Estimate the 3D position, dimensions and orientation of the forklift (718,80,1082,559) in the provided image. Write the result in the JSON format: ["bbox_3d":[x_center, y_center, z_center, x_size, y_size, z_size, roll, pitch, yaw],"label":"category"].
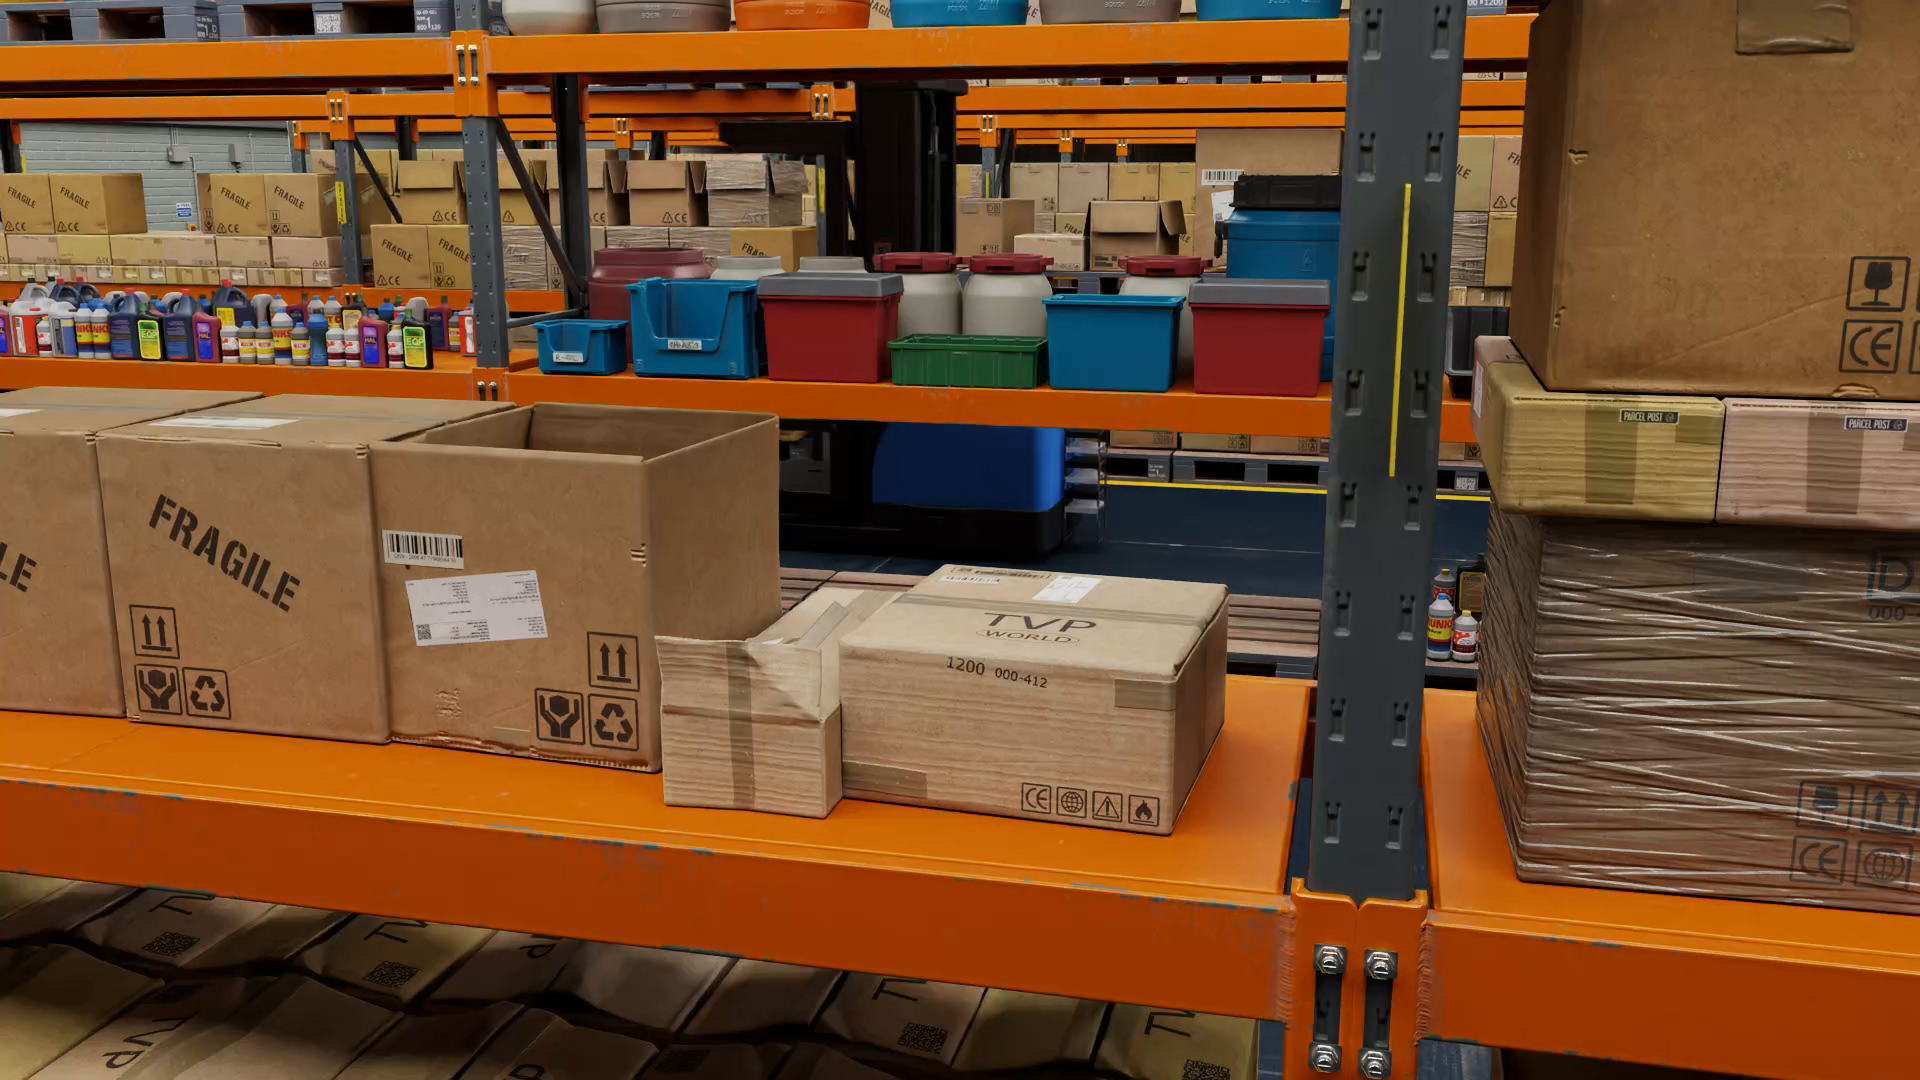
[{"bbox_3d":[-0.811,-1.481,10.142,3.031,2.935,1.130,4,13,16],"label":"forklift"}]

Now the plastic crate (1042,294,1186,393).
[{"bbox_3d":[0.666,-0.852,7.187,0.575,0.384,0.392,3,13,14],"label":"plastic crate"}]

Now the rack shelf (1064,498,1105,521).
[{"bbox_3d":[0.751,-0.183,9.968,0.200,0.077,0.258,4,13,15],"label":"rack shelf"}]

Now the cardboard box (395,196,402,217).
[{"bbox_3d":[-5.997,-3.633,18.764,0.500,0.500,0.500,3,13,14],"label":"cardboard box"}]

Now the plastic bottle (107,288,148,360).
[{"bbox_3d":[-4.130,-1.076,8.272,0.185,0.351,0.144,3,13,14],"label":"plastic bottle"}]

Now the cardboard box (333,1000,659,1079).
[{"bbox_3d":[-0.831,1.024,2.777,0.500,0.311,0.500,3,13,13],"label":"cardboard box"}]

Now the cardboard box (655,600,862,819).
[{"bbox_3d":[-0.276,0.232,2.574,0.258,0.266,0.396,3,13,12],"label":"cardboard box"}]

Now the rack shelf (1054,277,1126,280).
[{"bbox_3d":[2.343,-2.700,17.140,4.000,0.370,1.077,3,13,14],"label":"rack shelf"}]

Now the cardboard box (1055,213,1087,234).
[{"bbox_3d":[1.267,-3.098,17.042,0.500,0.500,0.500,3,13,13],"label":"cardboard box"}]

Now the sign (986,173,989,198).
[{"bbox_3d":[0.281,-3.567,16.896,0.005,0.325,0.100,3,13,14],"label":"sign"}]

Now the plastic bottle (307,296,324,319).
[{"bbox_3d":[-3.418,-1.163,8.848,0.097,0.271,0.097,0,13,0],"label":"plastic bottle"}]

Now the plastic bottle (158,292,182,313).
[{"bbox_3d":[-4.295,-1.206,9.032,0.135,0.276,0.152,3,13,14],"label":"plastic bottle"}]

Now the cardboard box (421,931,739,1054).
[{"bbox_3d":[-0.708,0.909,3.294,0.500,0.311,0.500,3,13,12],"label":"cardboard box"}]

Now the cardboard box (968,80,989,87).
[{"bbox_3d":[0.009,-3.404,12.072,0.500,0.250,0.500,3,13,15],"label":"cardboard box"}]

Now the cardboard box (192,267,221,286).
[{"bbox_3d":[-6.142,-2.203,13.816,0.250,0.149,0.380,3,13,15],"label":"cardboard box"}]

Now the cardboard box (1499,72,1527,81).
[{"bbox_3d":[3.889,-3.197,11.141,0.500,0.250,0.500,3,13,13],"label":"cardboard box"}]

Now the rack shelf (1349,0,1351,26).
[{"bbox_3d":[-1.320,-1.044,2.749,4.000,0.370,1.077,3,13,14],"label":"rack shelf"}]

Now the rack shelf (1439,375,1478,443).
[{"bbox_3d":[3.754,-0.413,6.832,4.000,0.370,1.077,3,13,14],"label":"rack shelf"}]

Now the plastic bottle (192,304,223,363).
[{"bbox_3d":[-3.676,-1.010,8.128,0.133,0.283,0.061,3,13,14],"label":"plastic bottle"}]

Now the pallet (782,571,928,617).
[{"bbox_3d":[-0.148,0.398,7.954,1.213,0.211,1.003,3,13,14],"label":"pallet"}]

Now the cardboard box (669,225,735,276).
[{"bbox_3d":[-1.906,-2.167,12.844,0.500,0.500,0.500,3,13,13],"label":"cardboard box"}]

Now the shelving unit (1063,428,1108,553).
[{"bbox_3d":[0.751,-0.392,9.922,0.210,0.900,0.258,4,13,15],"label":"shelving unit"}]

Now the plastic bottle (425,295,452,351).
[{"bbox_3d":[-2.723,-1.136,8.698,0.133,0.283,0.061,3,13,14],"label":"plastic bottle"}]

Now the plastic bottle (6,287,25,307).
[{"bbox_3d":[-5.260,-1.272,9.309,0.133,0.283,0.061,3,13,14],"label":"plastic bottle"}]

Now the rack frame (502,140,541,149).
[{"bbox_3d":[-6.278,-4.617,24.116,0.127,3.000,1.000,3,13,14],"label":"rack frame"}]

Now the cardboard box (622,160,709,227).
[{"bbox_3d":[-2.223,-2.732,13.074,0.637,0.503,0.797,3,13,15],"label":"cardboard box"}]

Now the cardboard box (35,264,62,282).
[{"bbox_3d":[-7.635,-2.283,14.177,0.250,0.149,0.380,3,13,13],"label":"cardboard box"}]

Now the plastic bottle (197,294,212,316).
[{"bbox_3d":[-4.061,-1.184,8.942,0.097,0.271,0.097,0,13,0],"label":"plastic bottle"}]

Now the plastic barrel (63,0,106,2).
[{"bbox_3d":[-4.261,-3.141,8.414,0.708,0.901,0.600,3,13,14],"label":"plastic barrel"}]

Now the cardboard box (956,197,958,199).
[{"bbox_3d":[-0.184,-3.457,17.127,0.250,0.149,0.380,3,13,11],"label":"cardboard box"}]

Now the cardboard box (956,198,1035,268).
[{"bbox_3d":[0.215,-2.344,12.672,0.500,0.500,0.700,5,13,22],"label":"cardboard box"}]

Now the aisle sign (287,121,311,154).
[{"bbox_3d":[-7.508,-4.780,18.852,0.004,0.787,0.394,3,13,14],"label":"aisle sign"}]

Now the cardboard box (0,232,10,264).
[{"bbox_3d":[-8.251,-2.523,14.339,0.500,0.250,0.500,3,13,12],"label":"cardboard box"}]

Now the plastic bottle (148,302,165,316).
[{"bbox_3d":[-3.971,-1.039,8.260,0.133,0.283,0.061,3,13,14],"label":"plastic bottle"}]

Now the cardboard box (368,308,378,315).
[{"bbox_3d":[-5.390,-1.544,14.203,0.875,0.875,0.875,3,13,14],"label":"cardboard box"}]

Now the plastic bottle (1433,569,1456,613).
[{"bbox_3d":[2.239,0.236,7.688,0.097,0.201,0.097,0,13,0],"label":"plastic bottle"}]

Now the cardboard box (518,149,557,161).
[{"bbox_3d":[-4.506,-4.038,18.284,0.500,0.500,0.500,3,13,12],"label":"cardboard box"}]

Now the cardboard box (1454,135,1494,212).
[{"bbox_3d":[3.375,-2.515,11.419,0.500,0.500,0.500,3,13,14],"label":"cardboard box"}]

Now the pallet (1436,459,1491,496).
[{"bbox_3d":[3.659,-0.521,12.095,1.213,0.211,1.003,3,13,14],"label":"pallet"}]

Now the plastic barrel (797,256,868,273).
[{"bbox_3d":[-0.613,-1.100,8.009,0.421,0.512,0.421,0,13,0],"label":"plastic barrel"}]

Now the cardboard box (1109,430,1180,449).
[{"bbox_3d":[1.406,-0.998,12.564,0.500,0.500,0.700,2,13,9],"label":"cardboard box"}]

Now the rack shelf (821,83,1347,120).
[{"bbox_3d":[1.057,-3.127,12.137,4.000,0.370,1.077,3,13,14],"label":"rack shelf"}]

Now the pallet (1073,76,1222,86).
[{"bbox_3d":[1.417,-3.390,12.097,1.003,0.211,1.213,3,13,14],"label":"pallet"}]

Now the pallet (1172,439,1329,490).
[{"bbox_3d":[2.242,-0.589,12.399,1.213,0.211,1.003,3,13,14],"label":"pallet"}]

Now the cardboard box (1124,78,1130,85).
[{"bbox_3d":[1.538,-4.690,16.670,0.500,0.250,0.500,3,13,15],"label":"cardboard box"}]

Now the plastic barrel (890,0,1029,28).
[{"bbox_3d":[-0.004,-2.626,7.062,0.708,0.901,0.600,3,13,14],"label":"plastic barrel"}]

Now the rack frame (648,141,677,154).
[{"bbox_3d":[-5.092,-5.661,28.822,0.127,3.000,1.000,3,13,14],"label":"rack frame"}]

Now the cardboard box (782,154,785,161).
[{"bbox_3d":[-2.638,-5.334,23.311,0.250,0.149,0.380,3,13,13],"label":"cardboard box"}]

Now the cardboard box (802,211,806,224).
[{"bbox_3d":[-1.691,-3.392,17.523,0.250,0.149,0.380,3,13,12],"label":"cardboard box"}]

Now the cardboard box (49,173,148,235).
[{"bbox_3d":[-7.261,-2.837,14.026,0.500,0.500,0.500,3,13,12],"label":"cardboard box"}]

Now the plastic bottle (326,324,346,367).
[{"bbox_3d":[-2.993,-0.937,7.991,0.097,0.201,0.097,0,13,0],"label":"plastic bottle"}]

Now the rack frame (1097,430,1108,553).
[{"bbox_3d":[0.848,-0.386,9.894,0.006,0.900,0.240,4,13,15],"label":"rack frame"}]

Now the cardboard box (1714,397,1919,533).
[{"bbox_3d":[1.080,-0.125,2.142,0.250,0.149,0.380,3,13,14],"label":"cardboard box"}]

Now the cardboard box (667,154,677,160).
[{"bbox_3d":[-3.995,-5.291,23.121,0.250,0.149,0.380,3,13,12],"label":"cardboard box"}]

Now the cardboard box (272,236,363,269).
[{"bbox_3d":[-5.260,-2.365,13.626,0.500,0.250,0.500,3,13,12],"label":"cardboard box"}]

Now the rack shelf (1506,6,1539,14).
[{"bbox_3d":[7.315,-6.466,20.270,4.000,0.370,1.077,3,13,14],"label":"rack shelf"}]
